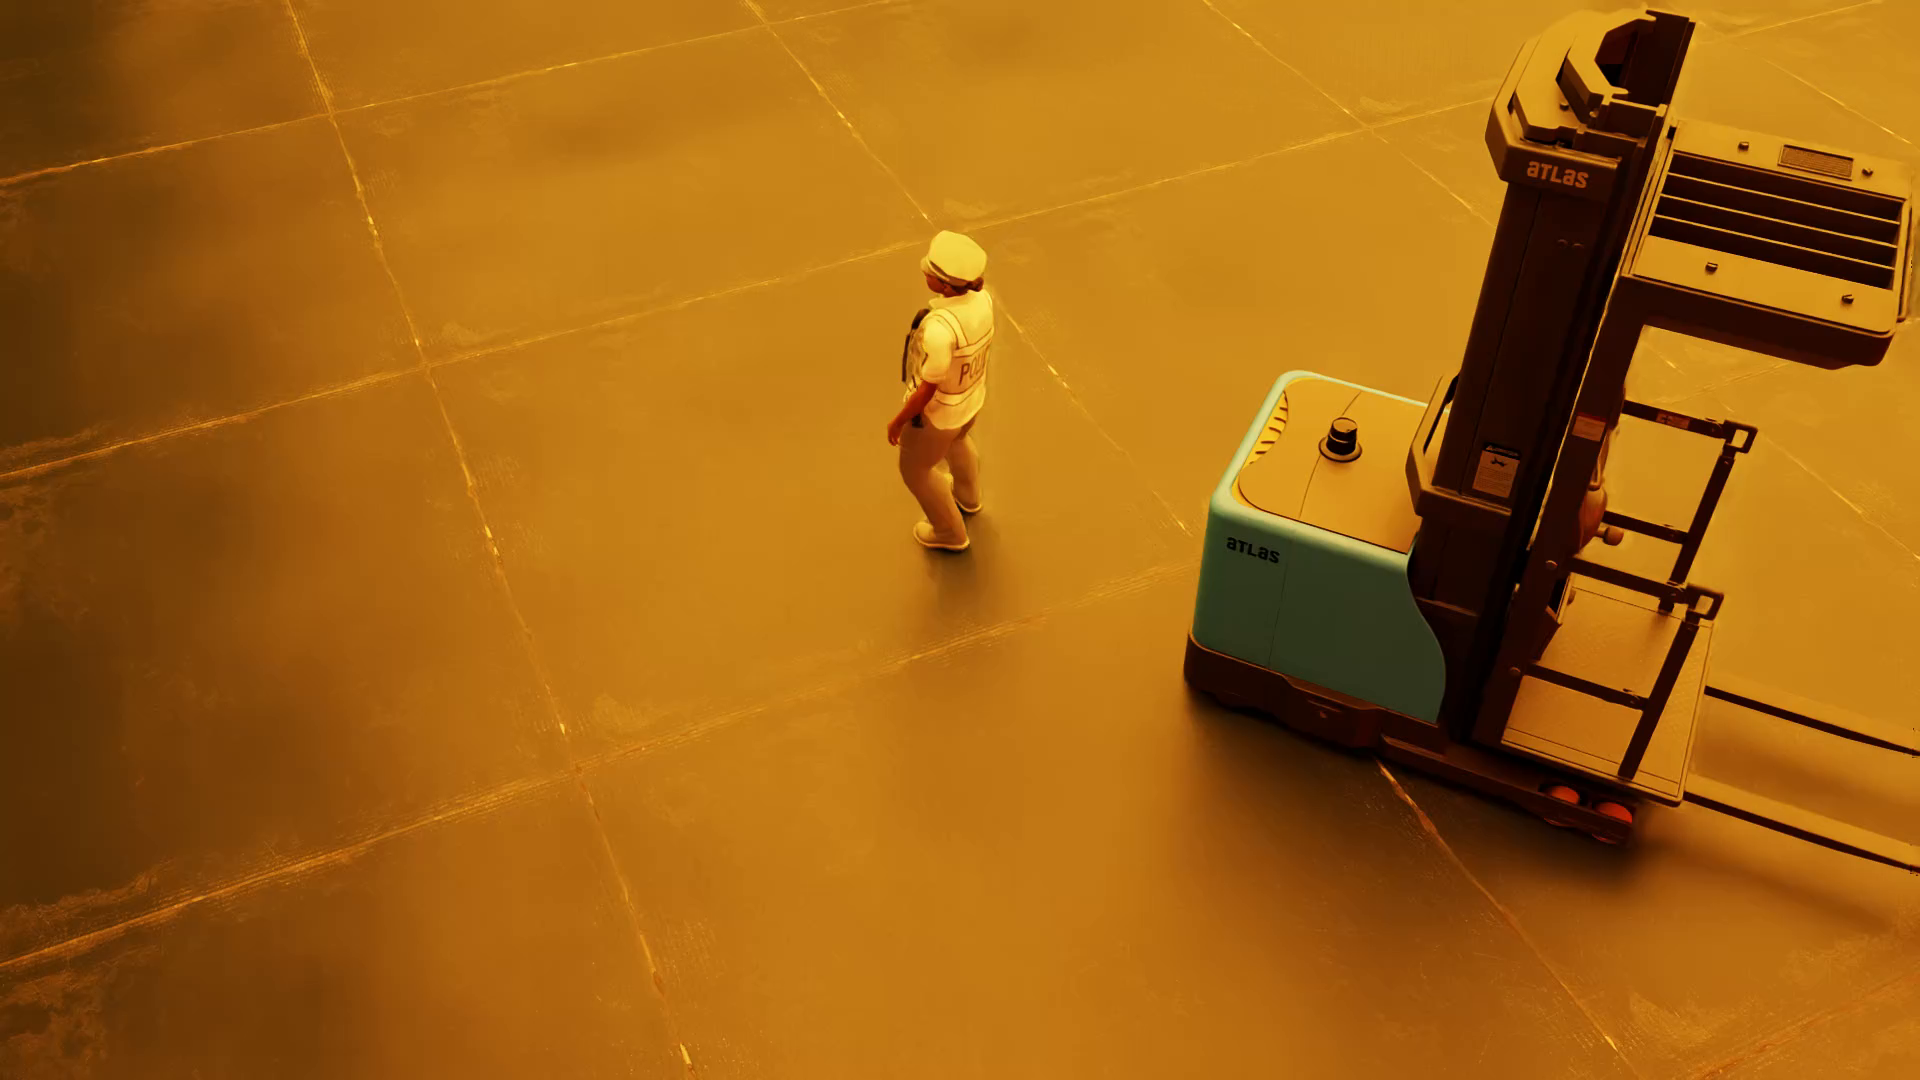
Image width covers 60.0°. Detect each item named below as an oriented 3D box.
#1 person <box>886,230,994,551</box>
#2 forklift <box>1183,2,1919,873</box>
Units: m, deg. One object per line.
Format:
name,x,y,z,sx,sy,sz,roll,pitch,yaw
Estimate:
person,-0.057,-0.644,7.320,0.428,1.669,0.663,22,47,22
forklift,2.514,-0.296,5.997,3.031,2.935,1.130,18,46,18
